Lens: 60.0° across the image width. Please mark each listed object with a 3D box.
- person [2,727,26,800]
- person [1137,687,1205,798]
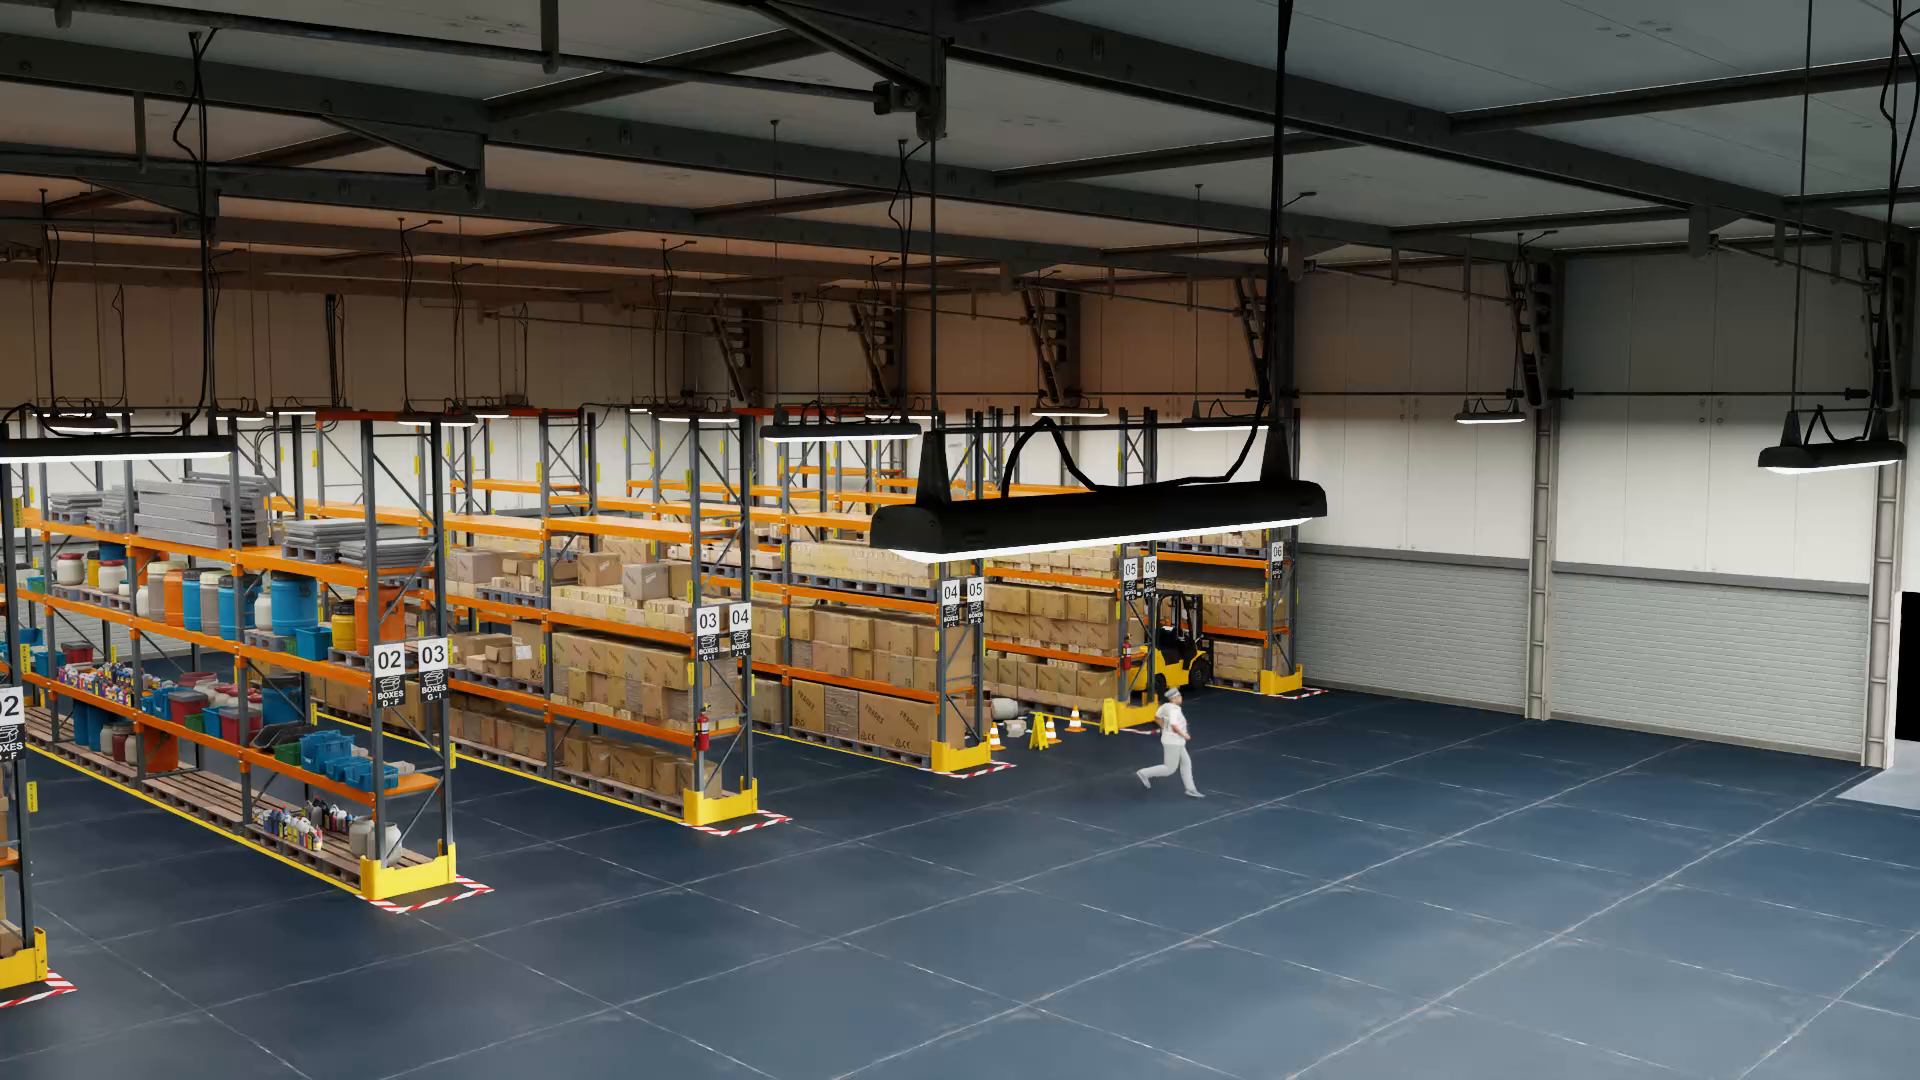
[{"bbox_3d":[-14.899,3.215,26.008,0.578,1.665,0.582,4,6,37],"label":"person"},{"bbox_3d":[3.301,3.178,25.957,1.097,1.790,0.634,0,5,0],"label":"person"}]
